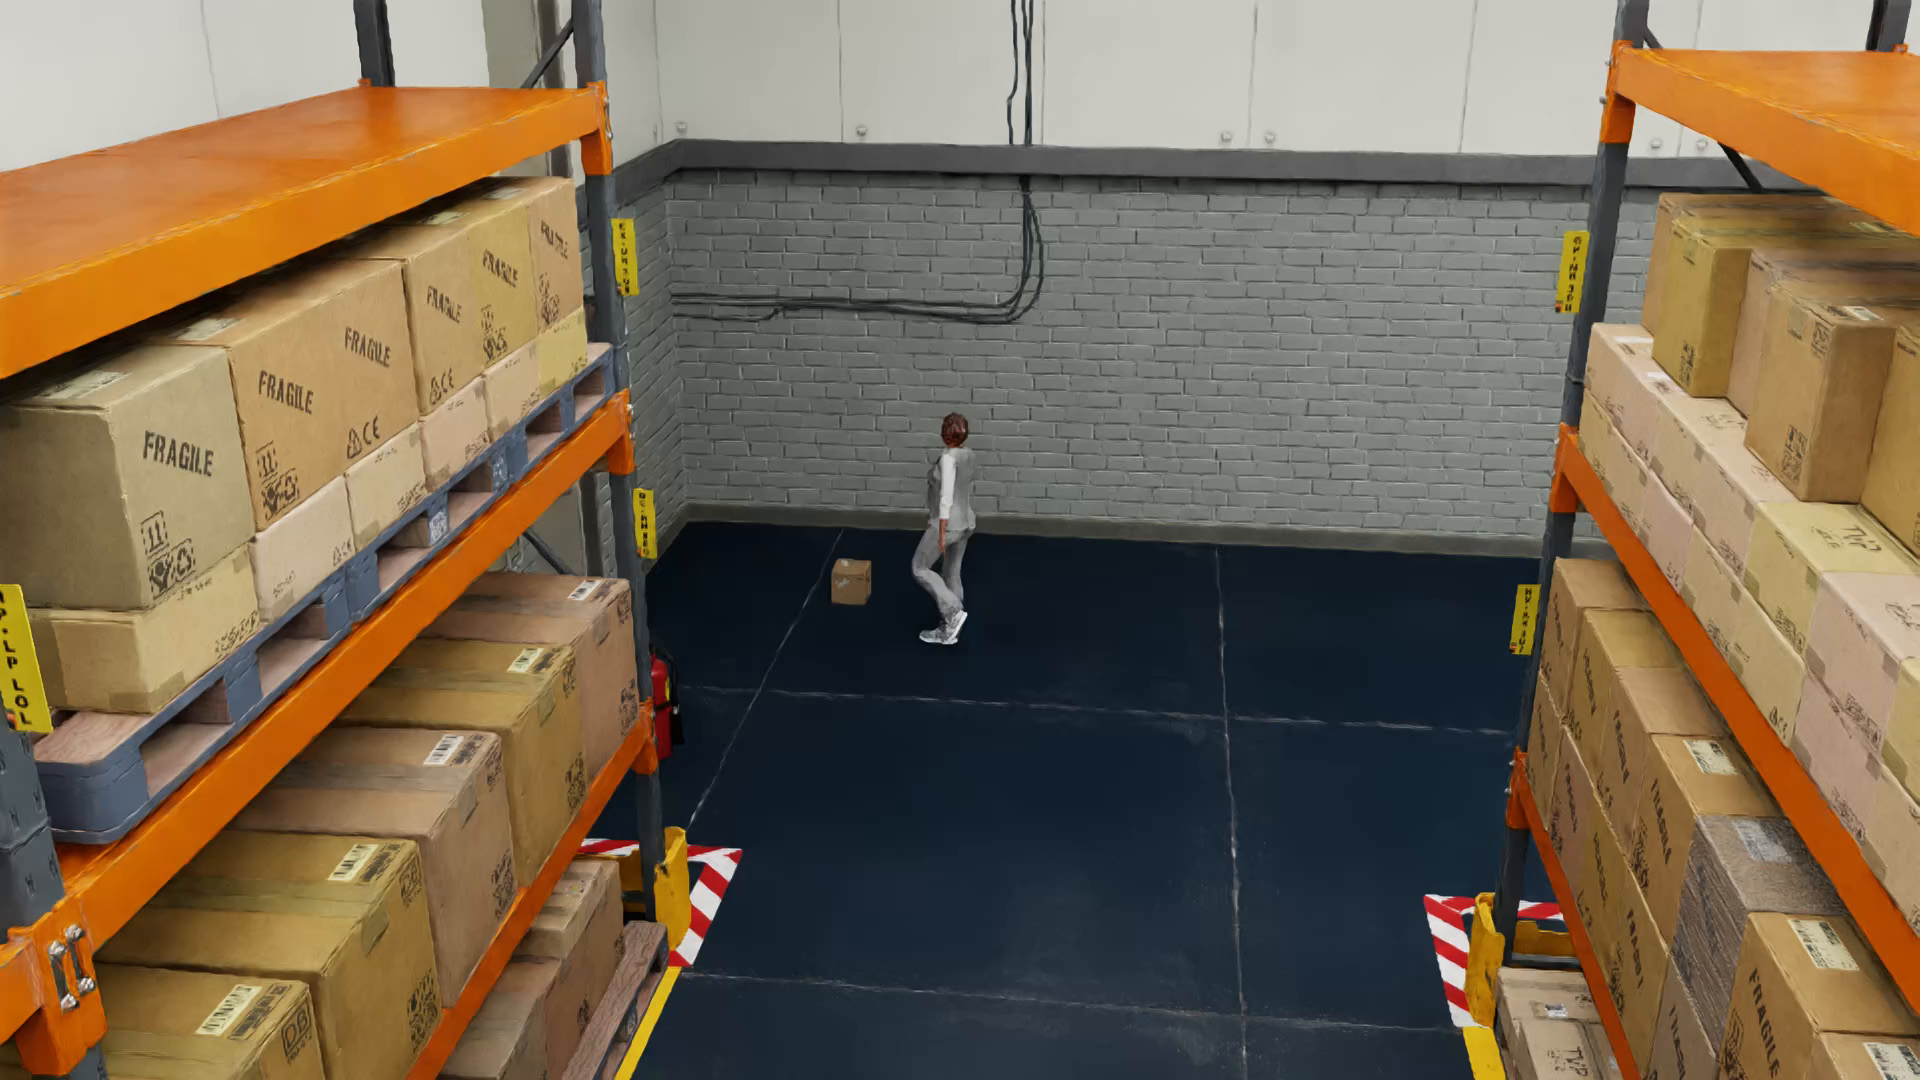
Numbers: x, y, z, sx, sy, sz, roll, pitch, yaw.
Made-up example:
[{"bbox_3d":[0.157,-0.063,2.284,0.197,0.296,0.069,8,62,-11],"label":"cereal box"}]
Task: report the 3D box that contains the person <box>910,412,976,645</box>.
[{"bbox_3d":[-0.078,-0.056,11.237,0.449,1.557,0.612,10,24,24],"label":"person"}]
